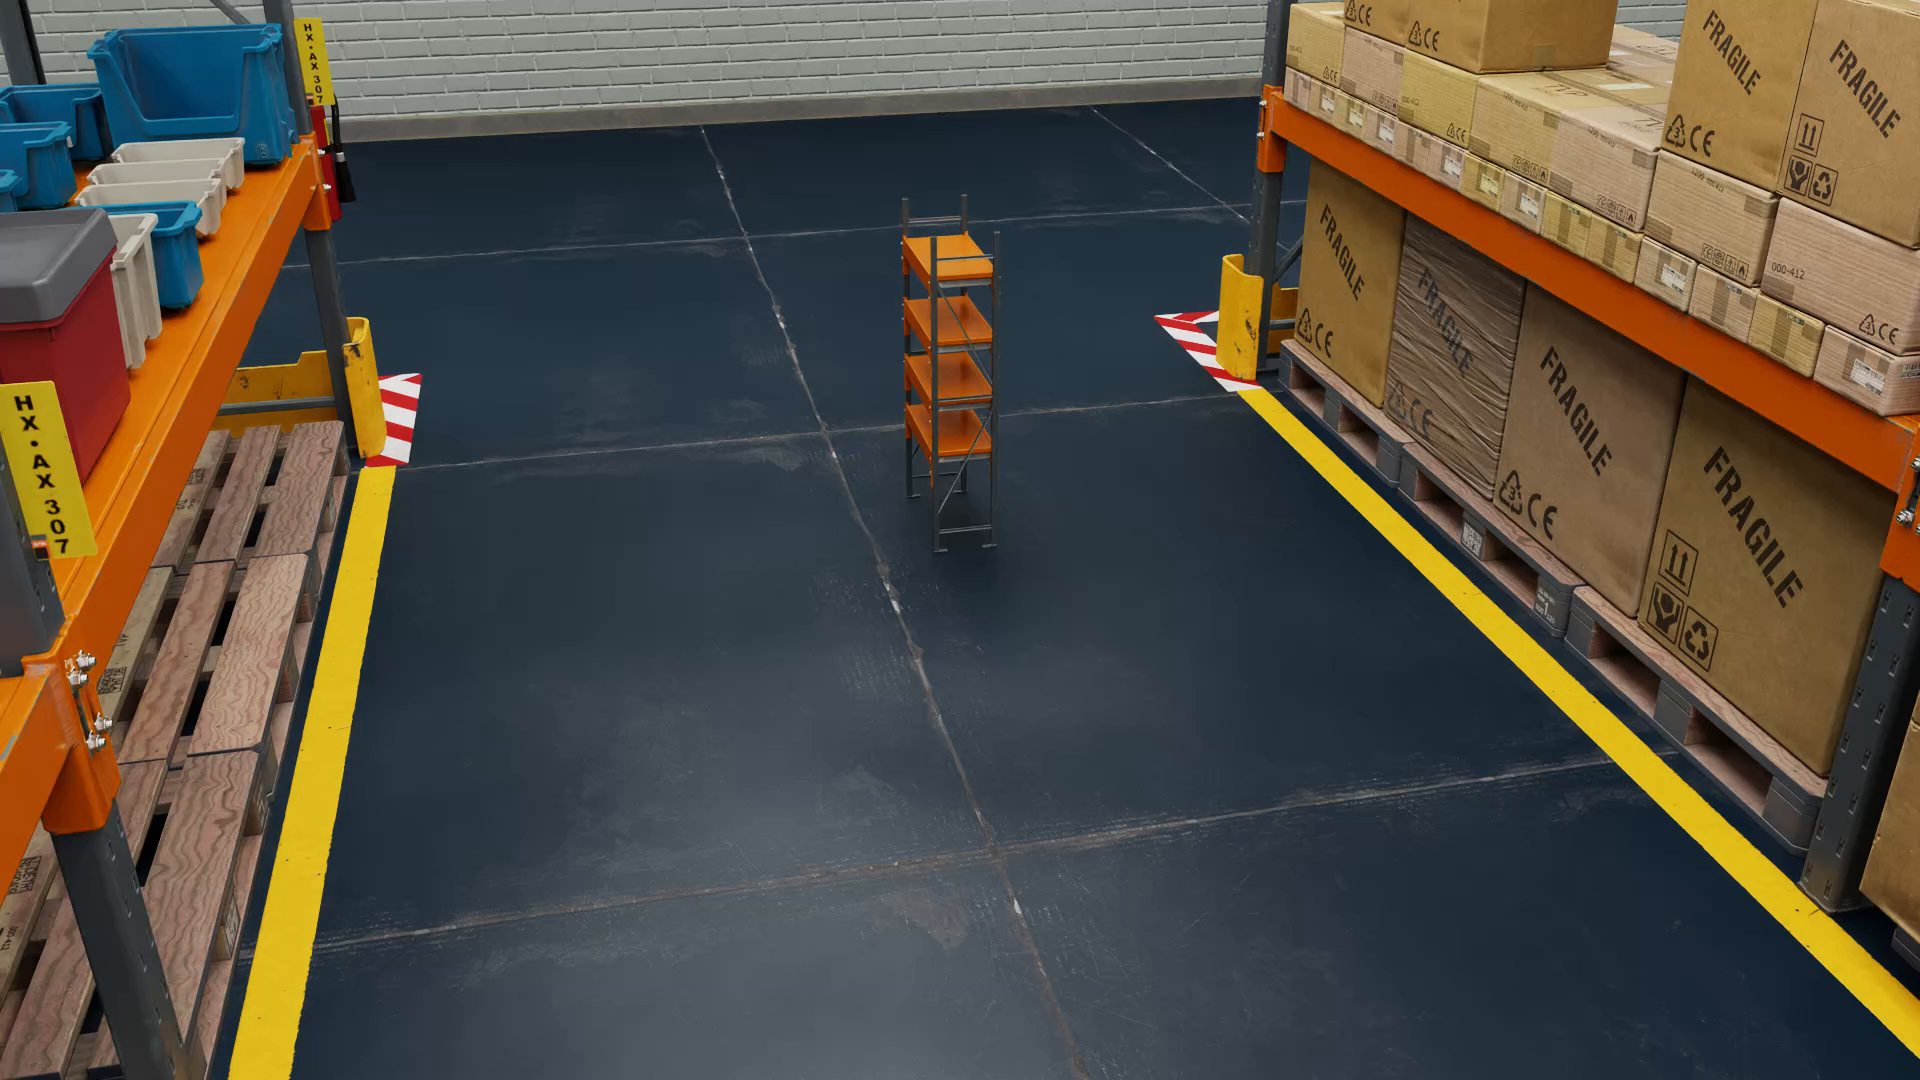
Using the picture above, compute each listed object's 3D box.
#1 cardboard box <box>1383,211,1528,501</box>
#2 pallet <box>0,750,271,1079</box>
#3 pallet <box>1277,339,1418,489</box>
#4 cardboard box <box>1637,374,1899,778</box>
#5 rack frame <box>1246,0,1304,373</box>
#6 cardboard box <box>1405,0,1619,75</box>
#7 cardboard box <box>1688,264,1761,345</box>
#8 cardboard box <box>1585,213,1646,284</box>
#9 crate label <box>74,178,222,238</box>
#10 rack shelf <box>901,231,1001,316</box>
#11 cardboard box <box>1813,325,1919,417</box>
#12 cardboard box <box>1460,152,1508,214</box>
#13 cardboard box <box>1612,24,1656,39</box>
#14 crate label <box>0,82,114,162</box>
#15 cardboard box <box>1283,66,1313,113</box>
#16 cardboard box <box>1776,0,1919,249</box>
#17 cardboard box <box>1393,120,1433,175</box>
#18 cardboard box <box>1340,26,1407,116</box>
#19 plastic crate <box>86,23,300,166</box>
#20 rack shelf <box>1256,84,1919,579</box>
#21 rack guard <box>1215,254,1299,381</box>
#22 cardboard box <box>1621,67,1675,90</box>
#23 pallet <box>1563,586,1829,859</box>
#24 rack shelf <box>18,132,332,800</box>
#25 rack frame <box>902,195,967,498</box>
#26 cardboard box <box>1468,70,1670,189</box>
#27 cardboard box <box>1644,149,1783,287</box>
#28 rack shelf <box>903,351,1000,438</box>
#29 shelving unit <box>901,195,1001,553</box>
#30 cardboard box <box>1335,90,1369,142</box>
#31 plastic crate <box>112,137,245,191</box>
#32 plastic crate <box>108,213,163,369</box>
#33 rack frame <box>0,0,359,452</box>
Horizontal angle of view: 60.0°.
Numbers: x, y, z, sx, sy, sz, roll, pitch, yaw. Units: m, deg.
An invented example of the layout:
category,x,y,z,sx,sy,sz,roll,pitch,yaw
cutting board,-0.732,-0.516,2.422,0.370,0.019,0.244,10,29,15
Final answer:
category,x,y,z,sx,sy,sz,roll,pitch,yaw
cardboard box,2.251,-0.762,6.323,0.875,0.875,0.875,-6,27,-12
pallet,-2.304,0.989,4.055,1.003,0.211,1.213,-6,27,-12
pallet,2.080,-0.608,7.220,1.003,0.211,1.213,-6,27,-12
cardboard box,2.654,0.024,4.766,0.875,0.875,0.875,-6,27,-12
rack frame,1.823,-2.196,7.271,1.000,3.000,0.127,-6,27,-12
cardboard box,1.904,-1.912,5.713,0.500,0.500,0.500,-7,28,-13
cardboard box,2.221,-0.654,4.495,0.380,0.149,0.250,-6,27,-12
cardboard box,2.105,-0.880,4.943,0.380,0.149,0.250,-5,27,-11
crate label,-2.504,-1.014,5.155,0.396,0.136,0.243,-6,27,-12
rack shelf,-0.037,-0.959,5.947,0.258,0.148,0.480,-6,27,-12
cardboard box,2.337,-0.428,4.048,0.380,0.149,0.250,-6,27,-11
cardboard box,1.930,-1.219,5.615,0.380,0.149,0.250,-7,28,-13
cardboard box,2.305,-1.853,6.428,0.500,0.250,0.500,-6,27,-12
crate label,-3.267,-1.503,6.018,0.416,0.233,0.303,-6,27,-12
cardboard box,1.582,-1.894,6.952,0.380,0.149,0.250,-6,27,-11
cardboard box,2.361,-1.015,3.936,0.500,0.500,0.500,-5,27,-10
cardboard box,1.815,-1.443,6.059,0.380,0.149,0.250,-6,27,-13
cardboard box,1.792,-1.796,6.315,0.500,0.250,0.500,-6,27,-12
plastic crate,-2.745,-1.607,5.999,0.616,0.435,0.499,-6,27,-12
rack shelf,2.274,-0.996,5.694,1.077,0.370,4.000,-6,27,-12
rack guard,1.818,-1.090,7.855,1.175,0.500,0.348,-6,27,-12
cardboard box,2.541,-1.401,5.533,0.500,0.250,0.500,-6,27,-12
pallet,2.630,0.464,5.097,1.003,0.211,1.213,-6,27,-12
rack shelf,-2.551,-0.493,4.697,1.077,0.370,4.000,-6,27,-12
rack frame,-0.092,-0.715,6.336,0.240,1.200,0.015,-6,27,-12
cardboard box,2.024,-1.346,5.425,0.500,0.250,0.500,-6,27,-13
cardboard box,2.251,-0.899,4.539,0.500,0.250,0.500,-5,27,-10
rack shelf,-0.037,-0.548,6.154,0.258,0.148,0.480,-6,27,-12
shelving unit,-0.037,-0.608,6.124,0.258,1.200,0.503,-6,27,-12
cardboard box,1.699,-1.669,6.507,0.380,0.149,0.250,-7,28,-13
plastic crate,-2.642,-1.262,5.648,0.396,0.136,0.243,-6,27,-12
plastic crate,-2.265,-0.600,4.174,0.437,0.282,0.530,-6,27,-12
rack frame,-3.002,-1.693,6.274,1.000,3.000,0.127,-6,27,-12
